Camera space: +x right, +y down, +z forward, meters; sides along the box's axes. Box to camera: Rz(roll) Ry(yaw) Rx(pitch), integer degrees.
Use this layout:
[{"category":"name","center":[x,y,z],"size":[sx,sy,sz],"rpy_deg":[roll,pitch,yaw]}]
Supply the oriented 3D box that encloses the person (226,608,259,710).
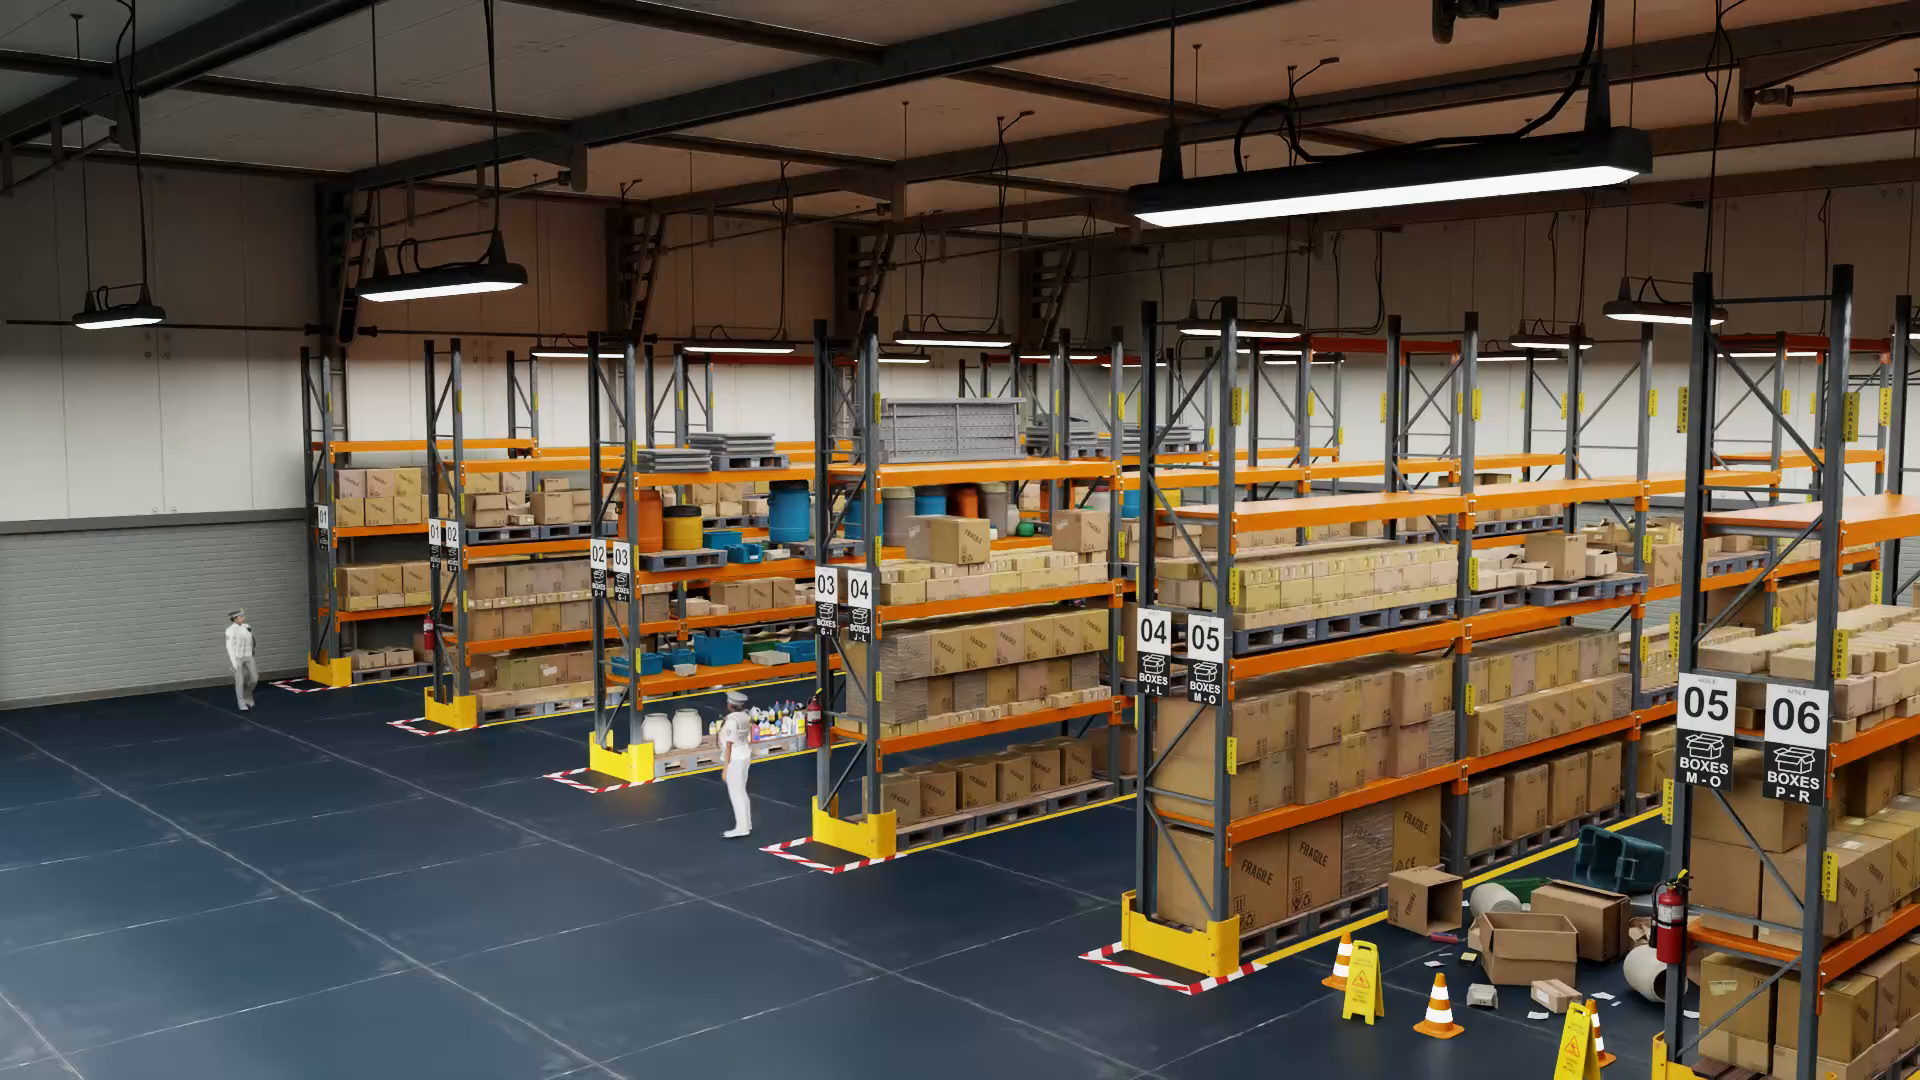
[{"category":"person","center":[-11.687,1.930,27.032],"size":[0.459,1.676,0.434],"rpy_deg":[-4,7,-40]}]

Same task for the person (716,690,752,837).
[{"category":"person","center":[-2.629,2.628,19.449],"size":[0.385,1.723,0.560],"rpy_deg":[1,5,16]}]
